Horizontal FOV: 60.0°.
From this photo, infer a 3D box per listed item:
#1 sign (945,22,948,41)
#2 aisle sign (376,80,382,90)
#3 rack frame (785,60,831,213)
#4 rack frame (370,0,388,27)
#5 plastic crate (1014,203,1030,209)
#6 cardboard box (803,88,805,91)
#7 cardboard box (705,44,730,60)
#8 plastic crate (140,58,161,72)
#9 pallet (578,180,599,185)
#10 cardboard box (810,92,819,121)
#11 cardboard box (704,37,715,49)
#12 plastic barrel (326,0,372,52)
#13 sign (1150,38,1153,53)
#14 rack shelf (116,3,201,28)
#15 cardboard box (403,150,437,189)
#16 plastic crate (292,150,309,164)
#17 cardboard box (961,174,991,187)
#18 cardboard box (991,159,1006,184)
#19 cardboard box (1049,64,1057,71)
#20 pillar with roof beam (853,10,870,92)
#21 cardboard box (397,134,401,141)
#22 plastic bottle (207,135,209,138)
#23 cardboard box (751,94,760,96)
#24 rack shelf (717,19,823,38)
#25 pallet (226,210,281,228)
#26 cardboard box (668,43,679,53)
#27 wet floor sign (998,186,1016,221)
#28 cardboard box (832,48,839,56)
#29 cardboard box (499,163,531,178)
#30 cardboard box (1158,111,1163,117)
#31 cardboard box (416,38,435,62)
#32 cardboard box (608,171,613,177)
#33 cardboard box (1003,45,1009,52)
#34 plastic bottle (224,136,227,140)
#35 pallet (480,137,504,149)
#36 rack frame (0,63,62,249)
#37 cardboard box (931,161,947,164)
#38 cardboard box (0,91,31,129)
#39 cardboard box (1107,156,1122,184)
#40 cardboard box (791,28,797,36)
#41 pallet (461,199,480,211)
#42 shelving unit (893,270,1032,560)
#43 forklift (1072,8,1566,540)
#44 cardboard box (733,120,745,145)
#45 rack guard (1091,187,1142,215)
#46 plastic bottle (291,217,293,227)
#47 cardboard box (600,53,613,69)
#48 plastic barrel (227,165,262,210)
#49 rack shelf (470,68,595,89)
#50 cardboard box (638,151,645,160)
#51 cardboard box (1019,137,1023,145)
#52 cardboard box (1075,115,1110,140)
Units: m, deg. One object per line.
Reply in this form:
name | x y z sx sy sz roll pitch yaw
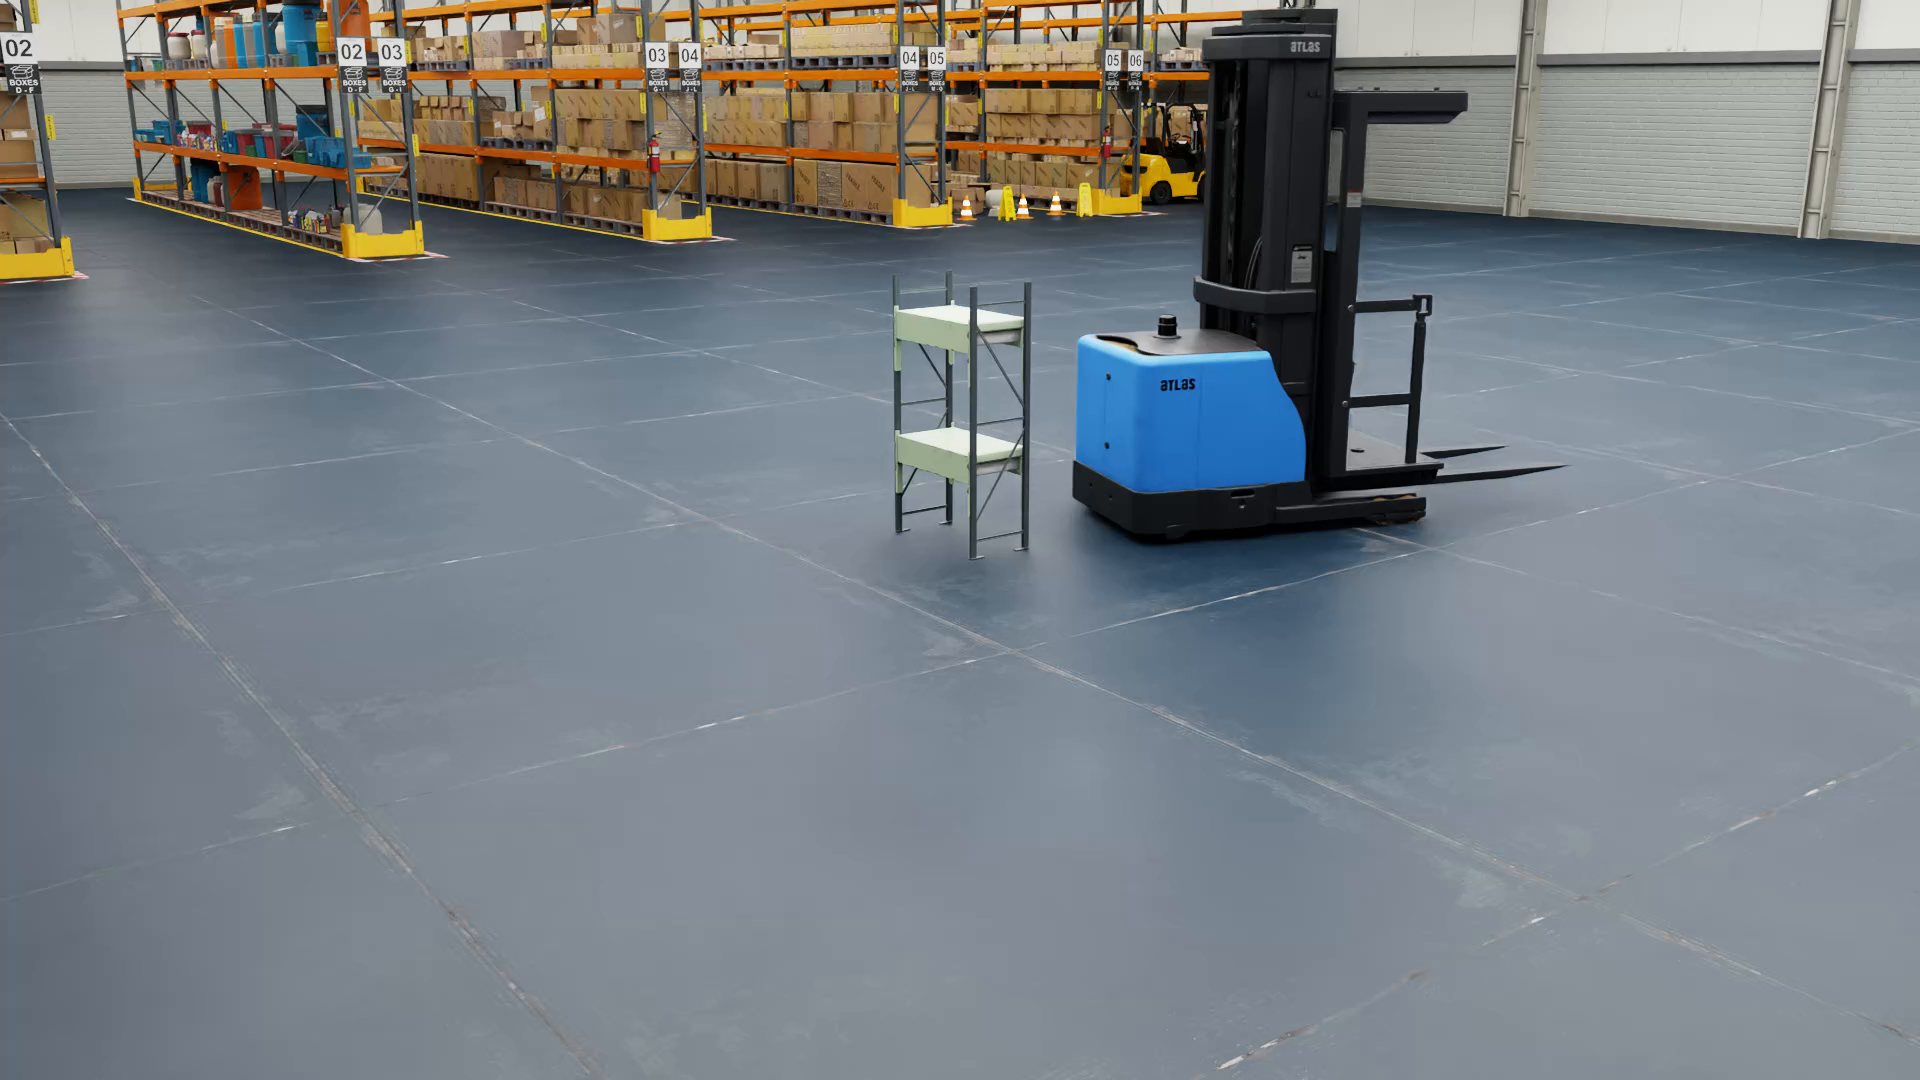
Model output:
sign | -0.255 -9.334 30.509 0.100 0.325 0.005 -11 19 -35
aisle sign | -13.986 -11.327 40.353 0.394 0.787 0.004 -11 19 -35
rack frame | -3.059 -8.197 33.842 1.000 3.000 0.127 -11 19 -35
rack frame | -14.186 -12.904 39.678 1.000 3.000 0.127 -11 19 -35
plastic crate | 1.145 -7.116 35.423 0.583 0.080 0.402 10 18 33
cardboard box | -3.958 -11.698 43.323 0.380 0.149 0.250 -11 19 -34
cardboard box | -5.164 -10.517 35.820 0.500 0.311 0.500 -11 19 -34
plastic crate | -17.139 -10.110 35.377 0.437 0.282 0.530 -11 19 -35
pallet | -8.908 -8.959 41.908 1.003 0.211 1.213 -11 19 -35
cardboard box | -2.453 -8.606 33.009 0.875 0.550 0.550 -11 19 -35
cardboard box | -5.729 -11.154 37.327 0.396 0.266 0.258 -11 19 -35
plastic barrel | -9.174 -7.766 24.977 0.600 0.830 0.708 -11 19 -35
sign | 4.465 -11.519 38.725 0.100 0.325 0.005 -11 19 -35
rack shelf | -17.017 -11.169 35.457 1.077 0.370 4.000 -11 19 -35
cardboard box | -12.158 -8.488 38.135 0.875 0.875 0.875 -11 19 -35
plastic crate | -10.567 -6.244 27.108 0.450 0.188 0.662 -11 19 -35
cardboard box | 0.575 -8.033 37.427 0.950 0.372 0.625 -11 19 -34
cardboard box | 1.014 -8.057 36.323 0.500 0.500 0.500 -10 18 -32
cardboard box | 2.071 -9.769 34.379 0.380 0.149 0.250 -11 19 -36
pillar with roof beam | -6.496 -15.261 48.289 9.100 9.000 0.400 -11 19 -35
cardboard box | -12.581 -9.159 37.836 0.380 0.149 0.250 -11 19 -35
plastic bottle | -14.736 -7.803 32.626 0.061 0.283 0.133 -11 19 -35
cardboard box | -5.206 -11.608 44.224 0.500 0.500 0.500 -11 19 -34
rack shelf | -4.995 -13.476 43.886 1.077 0.370 4.000 -11 19 -35
pallet | -13.065 -6.017 31.161 1.003 0.211 1.213 -11 19 -35
cardboard box | -4.754 -8.256 27.904 0.380 0.149 0.250 -11 19 -35
wet floor sign | 0.911 -6.508 32.132 0.232 0.644 0.267 14 21 42
cardboard box | -2.226 -9.318 31.747 0.380 0.149 0.250 -11 19 -34
cardboard box | -9.065 -7.532 33.896 0.500 0.250 0.500 -10 18 -32
cardboard box | 4.873 -10.010 39.049 0.380 0.149 0.250 -11 19 -35
cardboard box | -11.485 -10.732 36.438 0.700 0.500 0.500 -10 18 -33
cardboard box | -8.375 -8.950 40.634 0.380 0.149 0.250 -12 19 -37
cardboard box | 1.131 -10.470 35.431 0.380 0.149 0.250 -12 19 -36
plastic bottle | -14.711 -8.004 33.384 0.097 0.271 0.097 0 15 0
pallet | -8.978 -8.074 33.758 1.213 0.211 1.003 -11 19 -35
rack frame | -12.794 -5.057 22.372 1.000 3.000 0.127 -11 19 -35
cardboard box | -0.581 -10.500 46.639 0.396 0.266 0.258 -10 18 -33
cardboard box | -13.089 -5.844 22.600 0.700 0.500 0.500 -11 19 -34
cardboard box | 4.132 -9.092 40.814 0.875 0.625 0.625 -11 19 -35
cardboard box | -3.120 -10.027 32.828 0.380 0.149 0.250 -11 19 -34
pallet | -9.885 -7.138 35.254 1.003 0.211 1.213 -11 19 -35
shelving unit | 0.004 -0.722 9.373 0.431 1.500 0.755 -11 19 -35
forklift | 2.269 -1.625 9.961 3.031 2.935 1.130 -5 16 -18
cardboard box | -4.477 -8.639 35.267 0.500 0.500 0.500 -11 19 -35
rack guard | 3.192 -6.943 33.996 1.175 0.500 0.348 -11 19 -35
plastic bottle | -11.185 -5.363 27.954 0.097 0.201 0.097 0 15 0
cardboard box | -5.858 -8.249 28.635 0.500 0.250 0.500 -10 18 -33
plastic barrel | -13.790 -6.791 32.023 0.600 0.830 0.708 -11 19 -35
rack shelf | -8.307 -8.975 32.367 1.077 0.370 4.000 -11 19 -35
cardboard box | -5.260 -6.555 28.321 0.380 0.149 0.250 -11 19 -35
cardboard box | 1.482 -8.540 35.573 0.380 0.149 0.250 -11 19 -35
cardboard box | 2.695 -8.397 33.822 0.500 0.500 0.500 -11 19 -36
